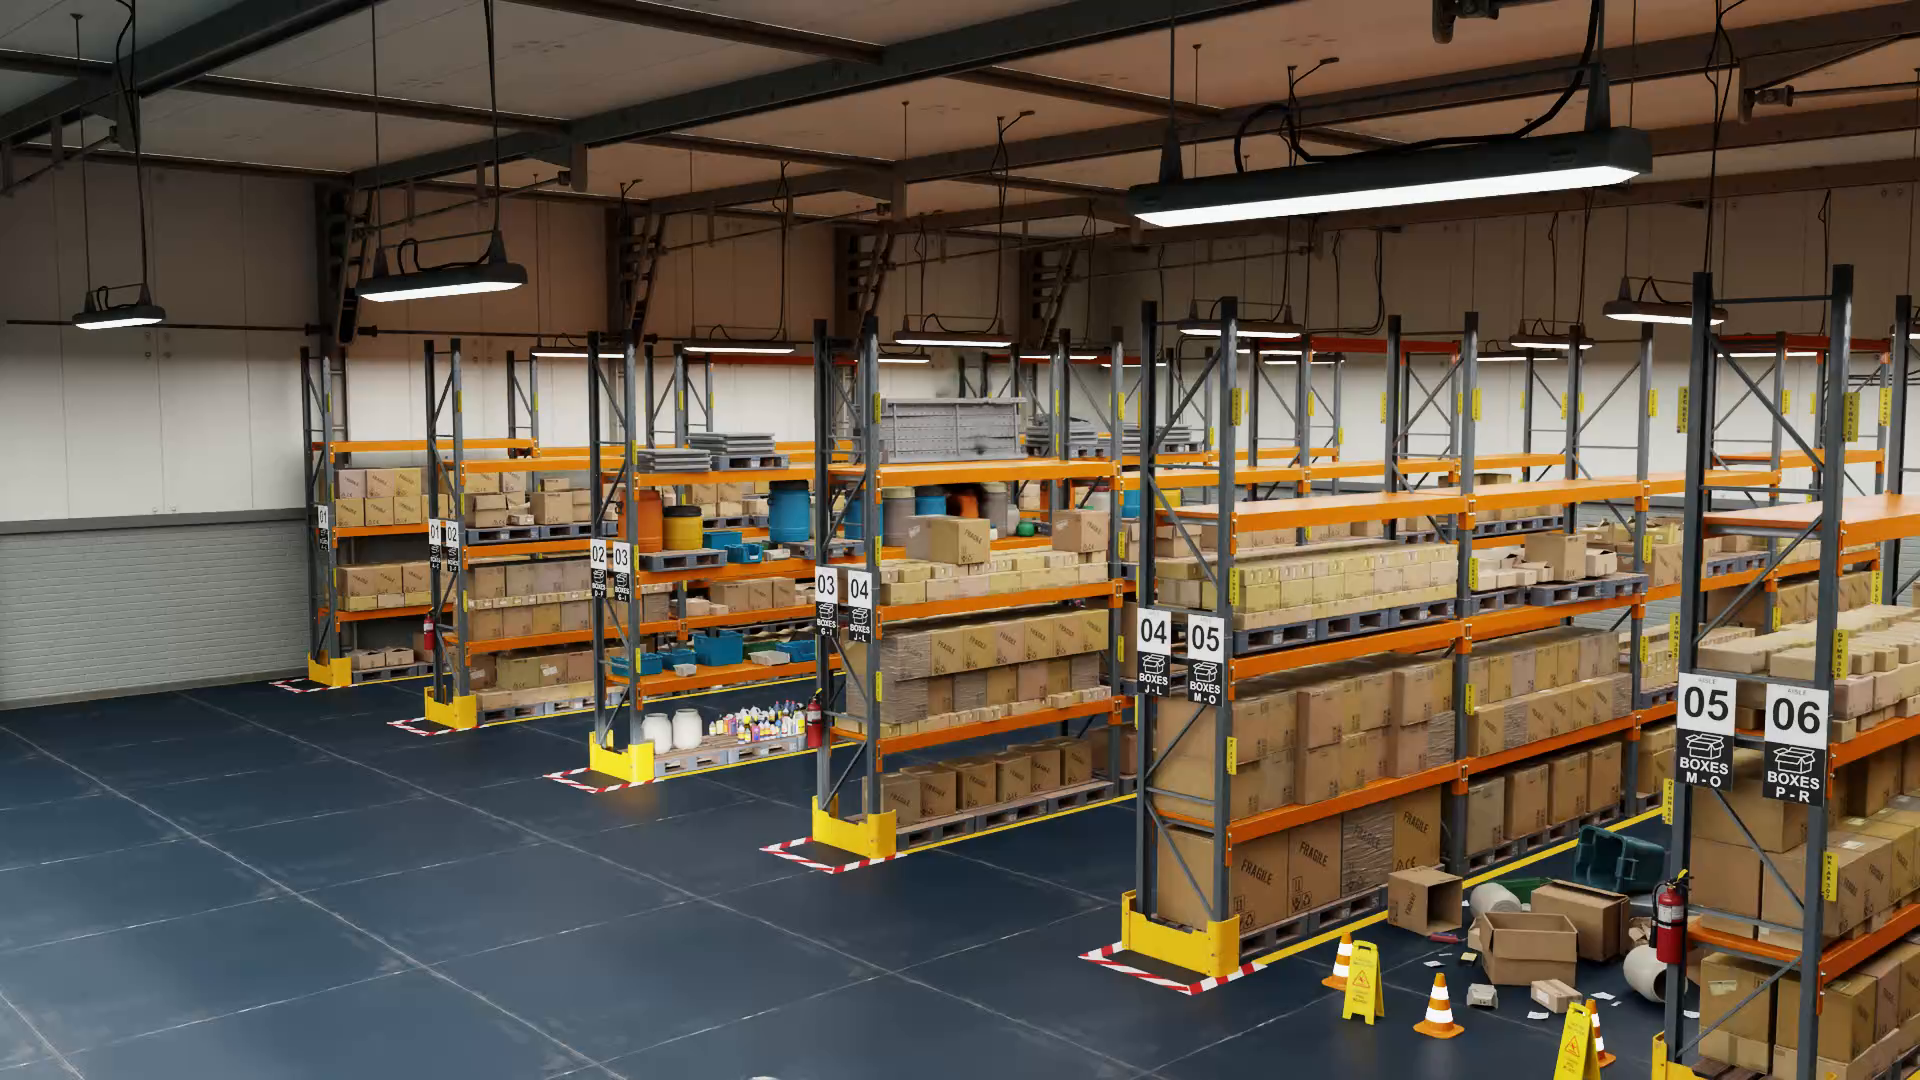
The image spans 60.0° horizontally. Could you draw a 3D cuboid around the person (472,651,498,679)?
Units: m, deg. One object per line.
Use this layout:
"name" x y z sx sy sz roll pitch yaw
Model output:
"person" -8.092 1.887 28.273 0.618 1.604 0.545 5 7 42
